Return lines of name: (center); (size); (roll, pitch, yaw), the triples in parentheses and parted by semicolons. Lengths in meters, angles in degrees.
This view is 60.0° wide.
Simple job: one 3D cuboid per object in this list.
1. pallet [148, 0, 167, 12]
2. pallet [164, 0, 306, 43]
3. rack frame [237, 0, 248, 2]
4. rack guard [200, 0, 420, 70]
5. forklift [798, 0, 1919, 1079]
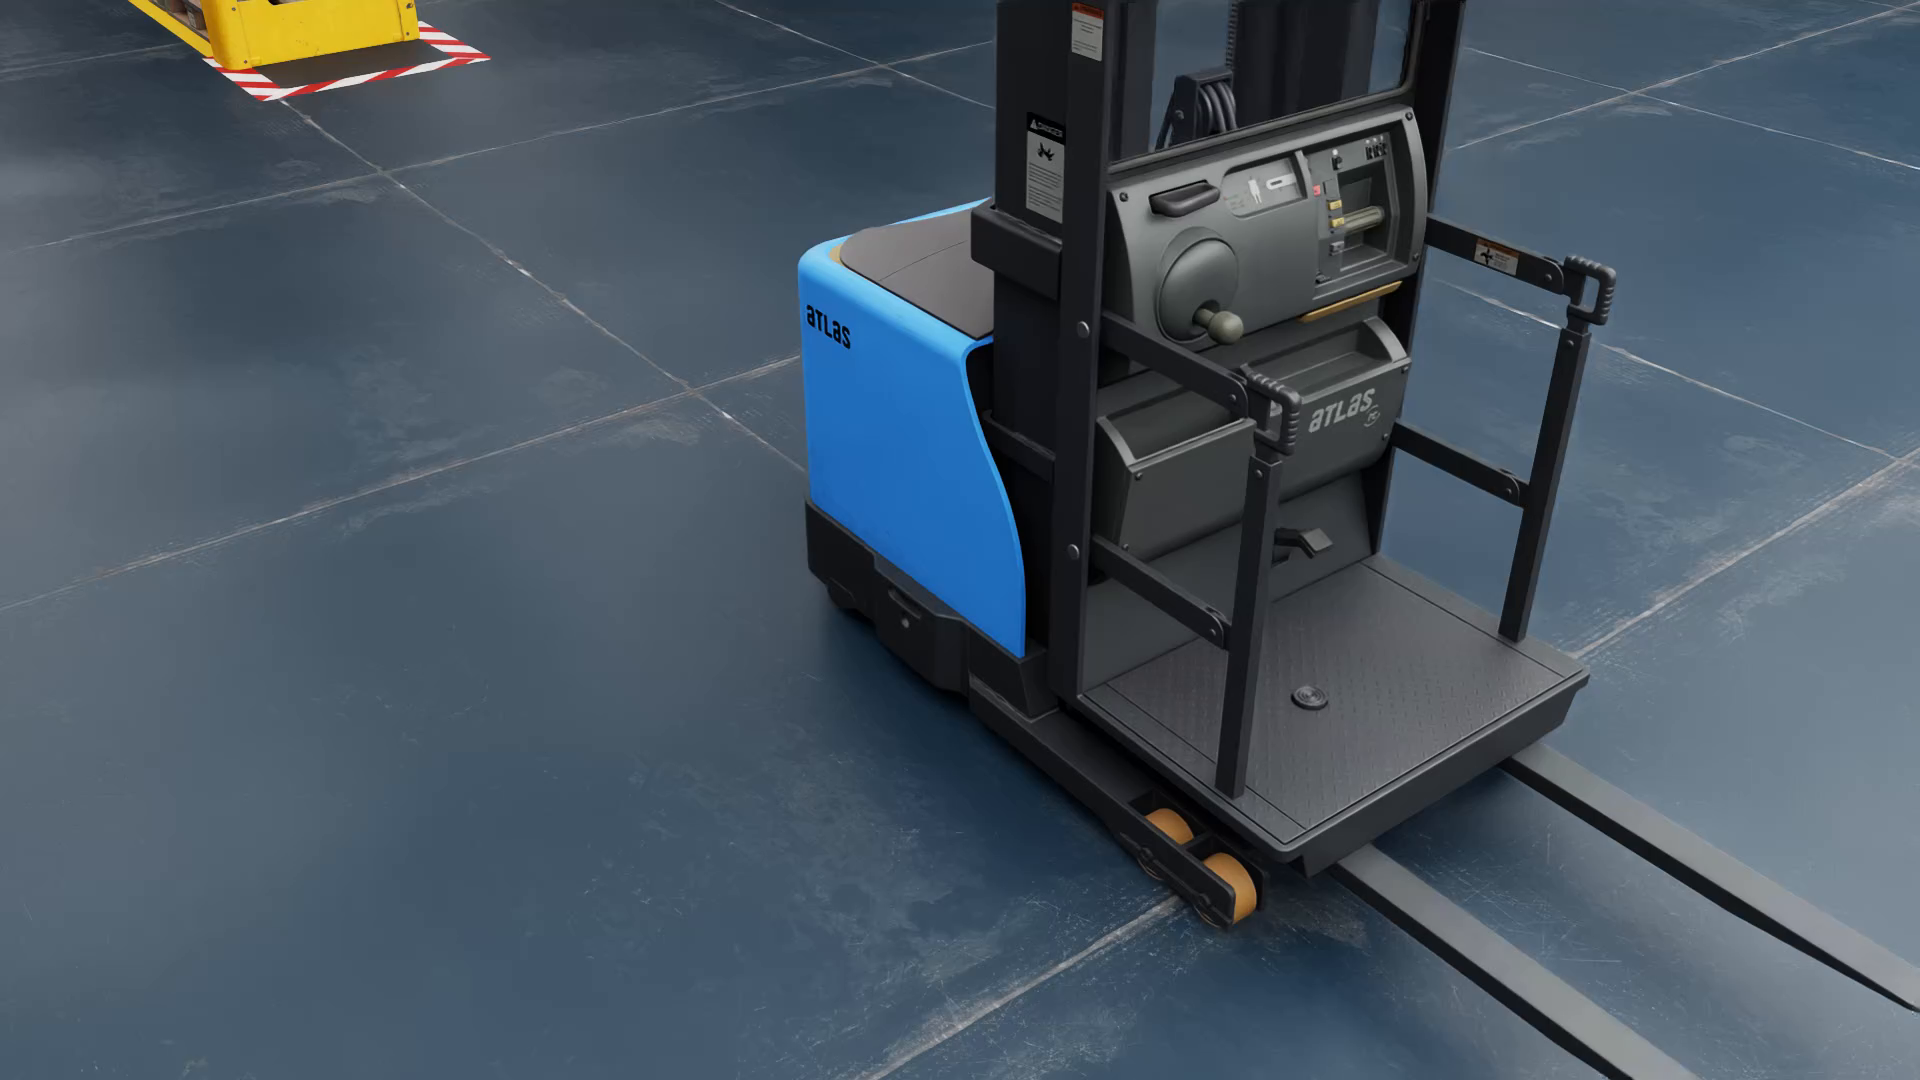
pallet: (-5.100, -3.905, 11.338); (1.003, 0.211, 1.213); (-22, 38, -31)
pallet: (-4.356, -3.397, 10.520); (1.003, 0.211, 1.213); (-22, 38, -31)
rack frame: (-3.778, -4.225, 9.210); (1.000, 3.000, 0.127); (-22, 38, -31)
rack guard: (-3.862, -3.180, 9.896); (1.175, 0.500, 0.348); (-22, 38, -31)
forklift: (0.830, -0.652, 3.522); (1.130, 2.935, 3.031); (-22, 38, -31)
